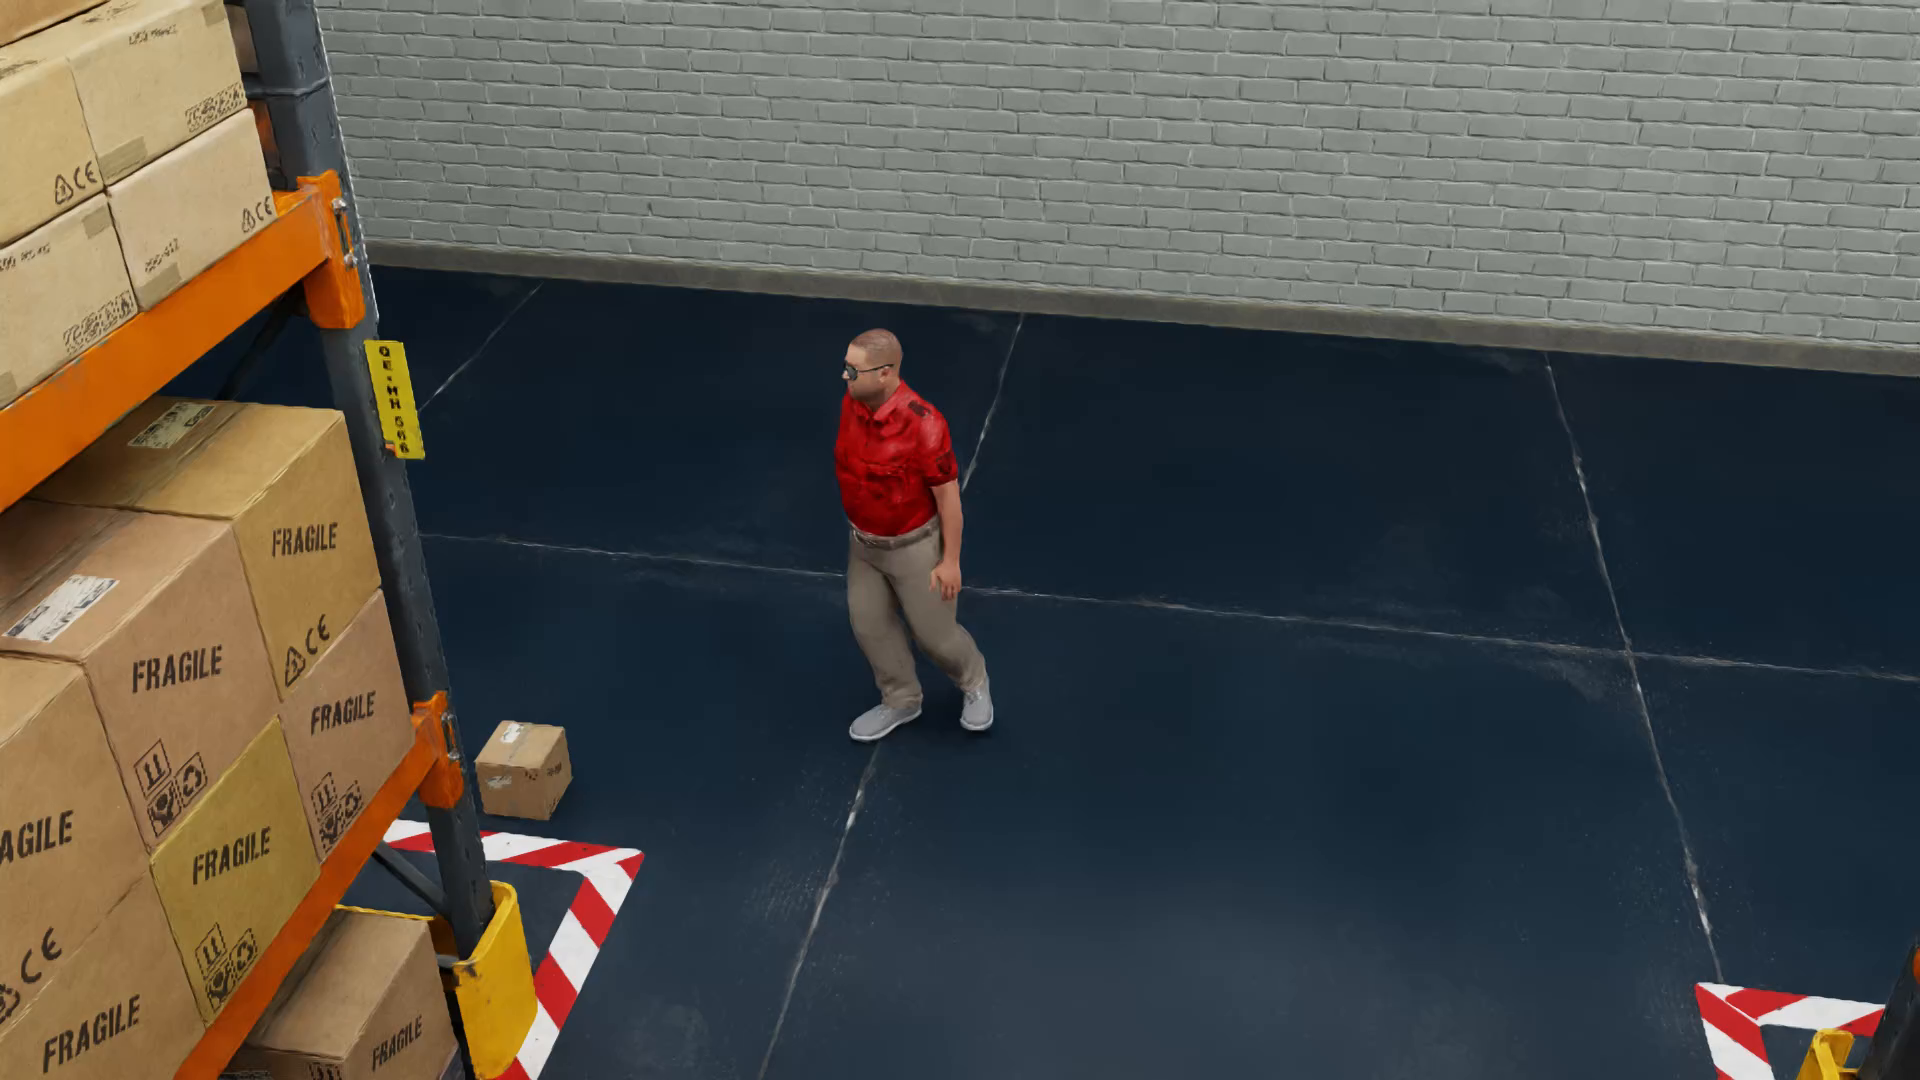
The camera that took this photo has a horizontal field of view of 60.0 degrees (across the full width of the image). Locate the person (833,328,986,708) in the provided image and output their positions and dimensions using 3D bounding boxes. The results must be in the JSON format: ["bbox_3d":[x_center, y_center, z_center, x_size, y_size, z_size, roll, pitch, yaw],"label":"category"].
[{"bbox_3d":[-0.172,-0.050,6.169,0.574,1.644,0.540,27,41,36],"label":"person"}]
